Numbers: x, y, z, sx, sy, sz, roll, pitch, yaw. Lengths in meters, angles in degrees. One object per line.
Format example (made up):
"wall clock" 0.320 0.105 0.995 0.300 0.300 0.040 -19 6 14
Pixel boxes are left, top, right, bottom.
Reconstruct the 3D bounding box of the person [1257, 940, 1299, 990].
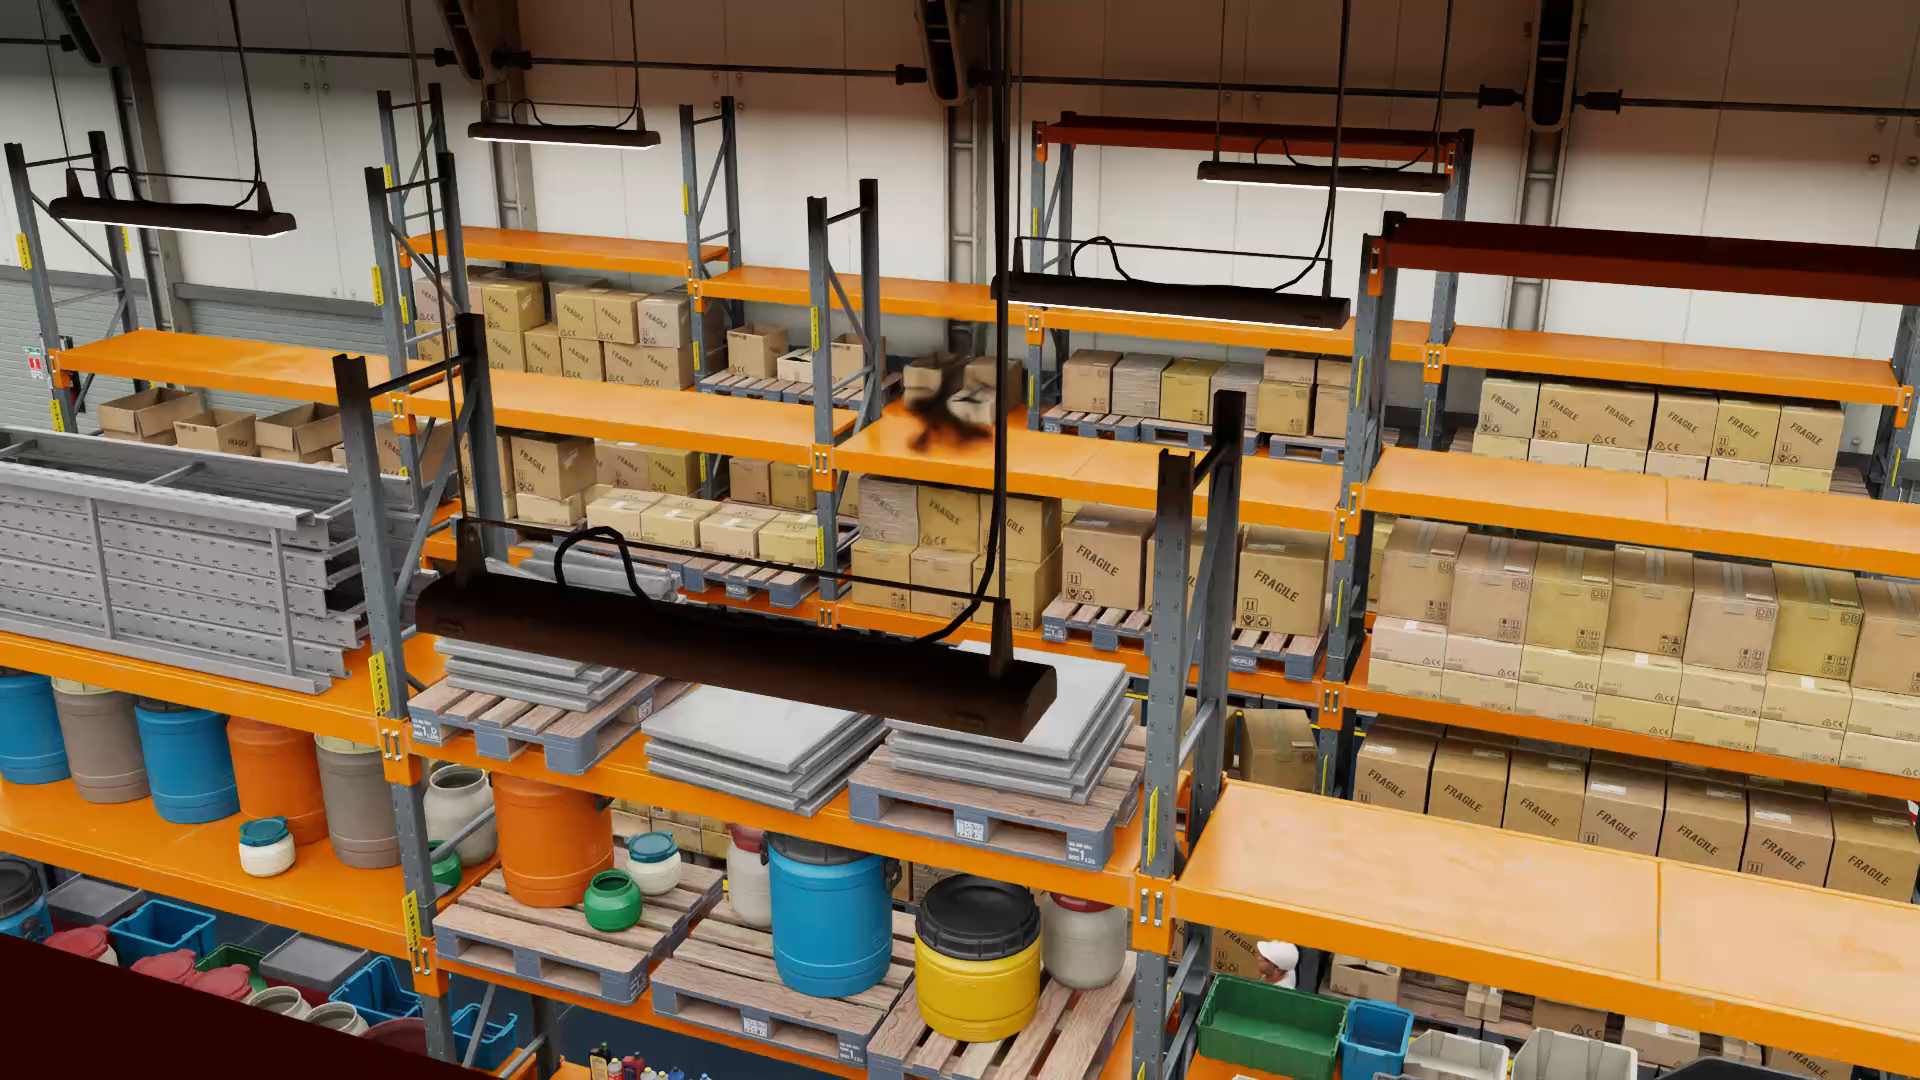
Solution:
"person" 2.067 3.394 11.036 0.622 1.737 0.654 5 21 12
